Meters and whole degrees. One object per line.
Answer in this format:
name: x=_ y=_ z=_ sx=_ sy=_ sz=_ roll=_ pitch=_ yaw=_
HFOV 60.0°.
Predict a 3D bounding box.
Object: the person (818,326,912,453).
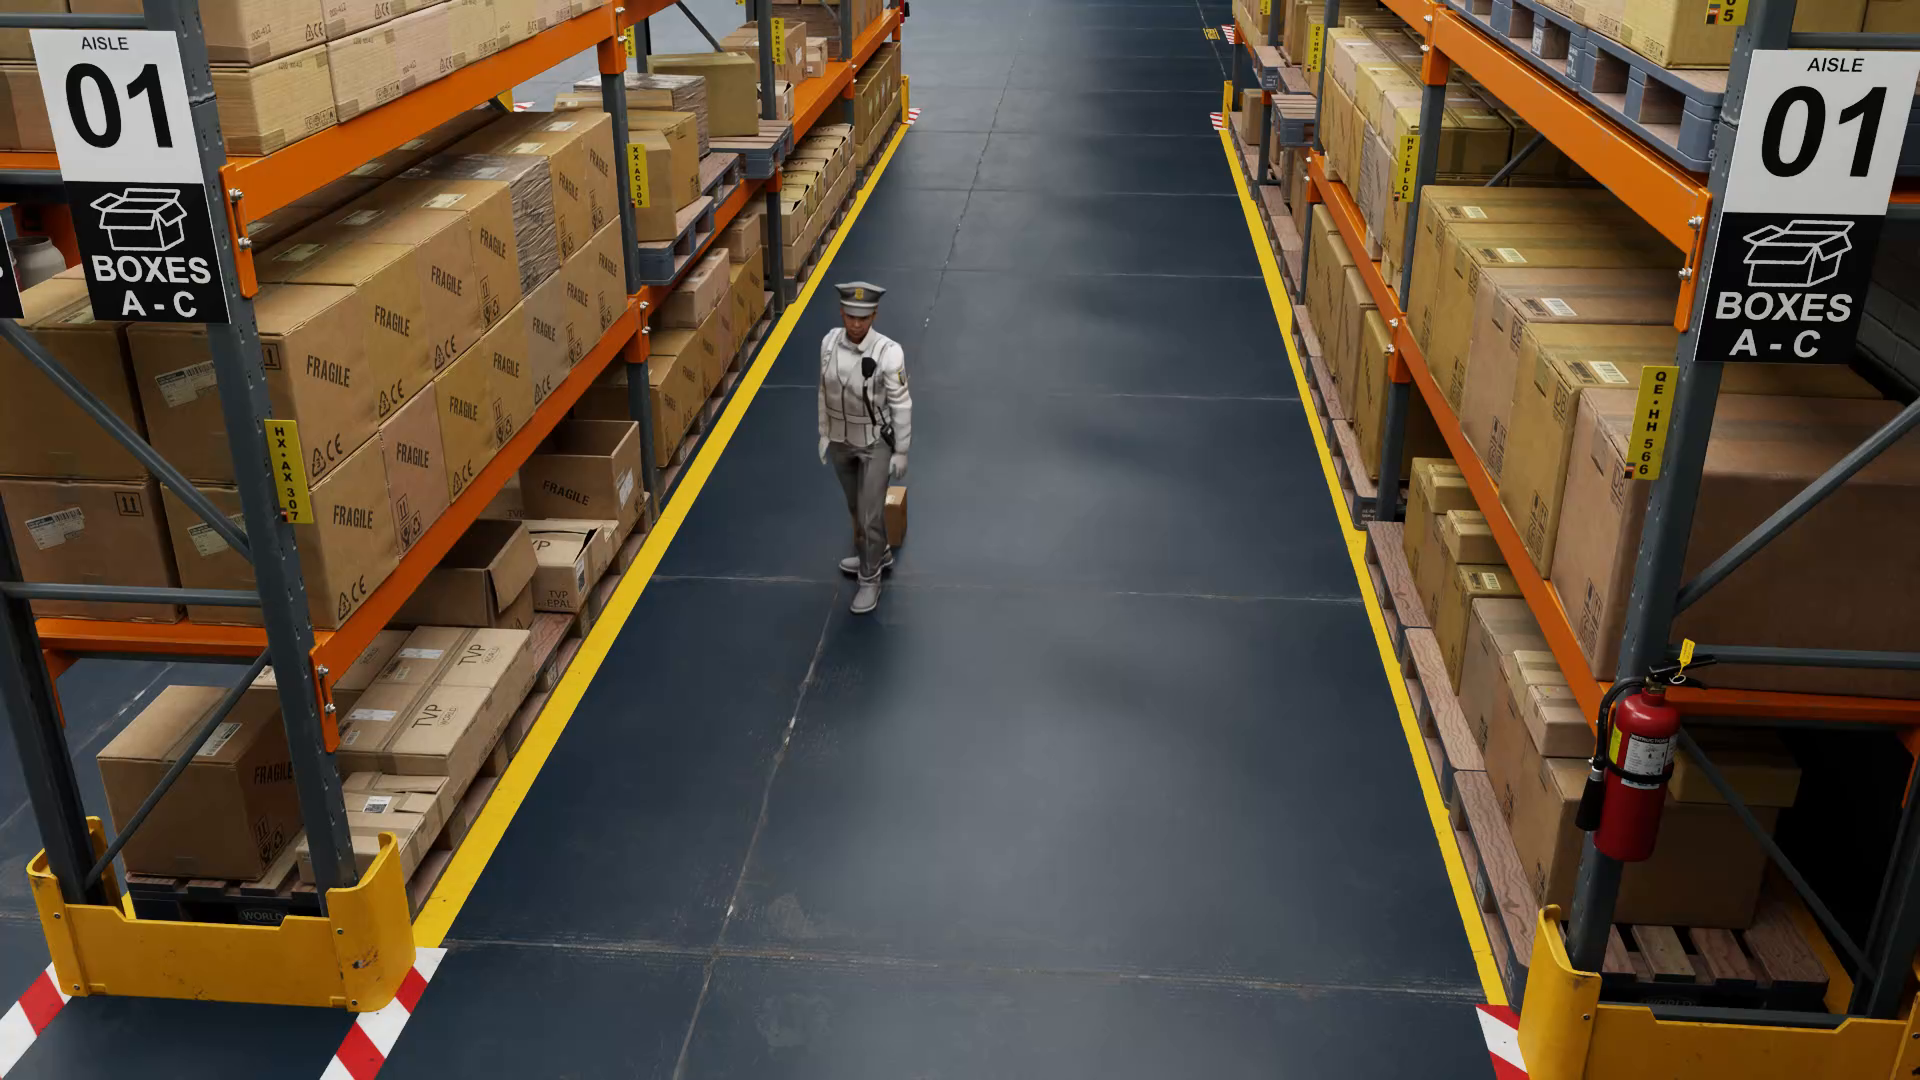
person: x=-0.486 y=-0.740 z=7.991 sx=0.504 sy=0.621 sz=0.339 roll=14 pitch=28 yaw=28
